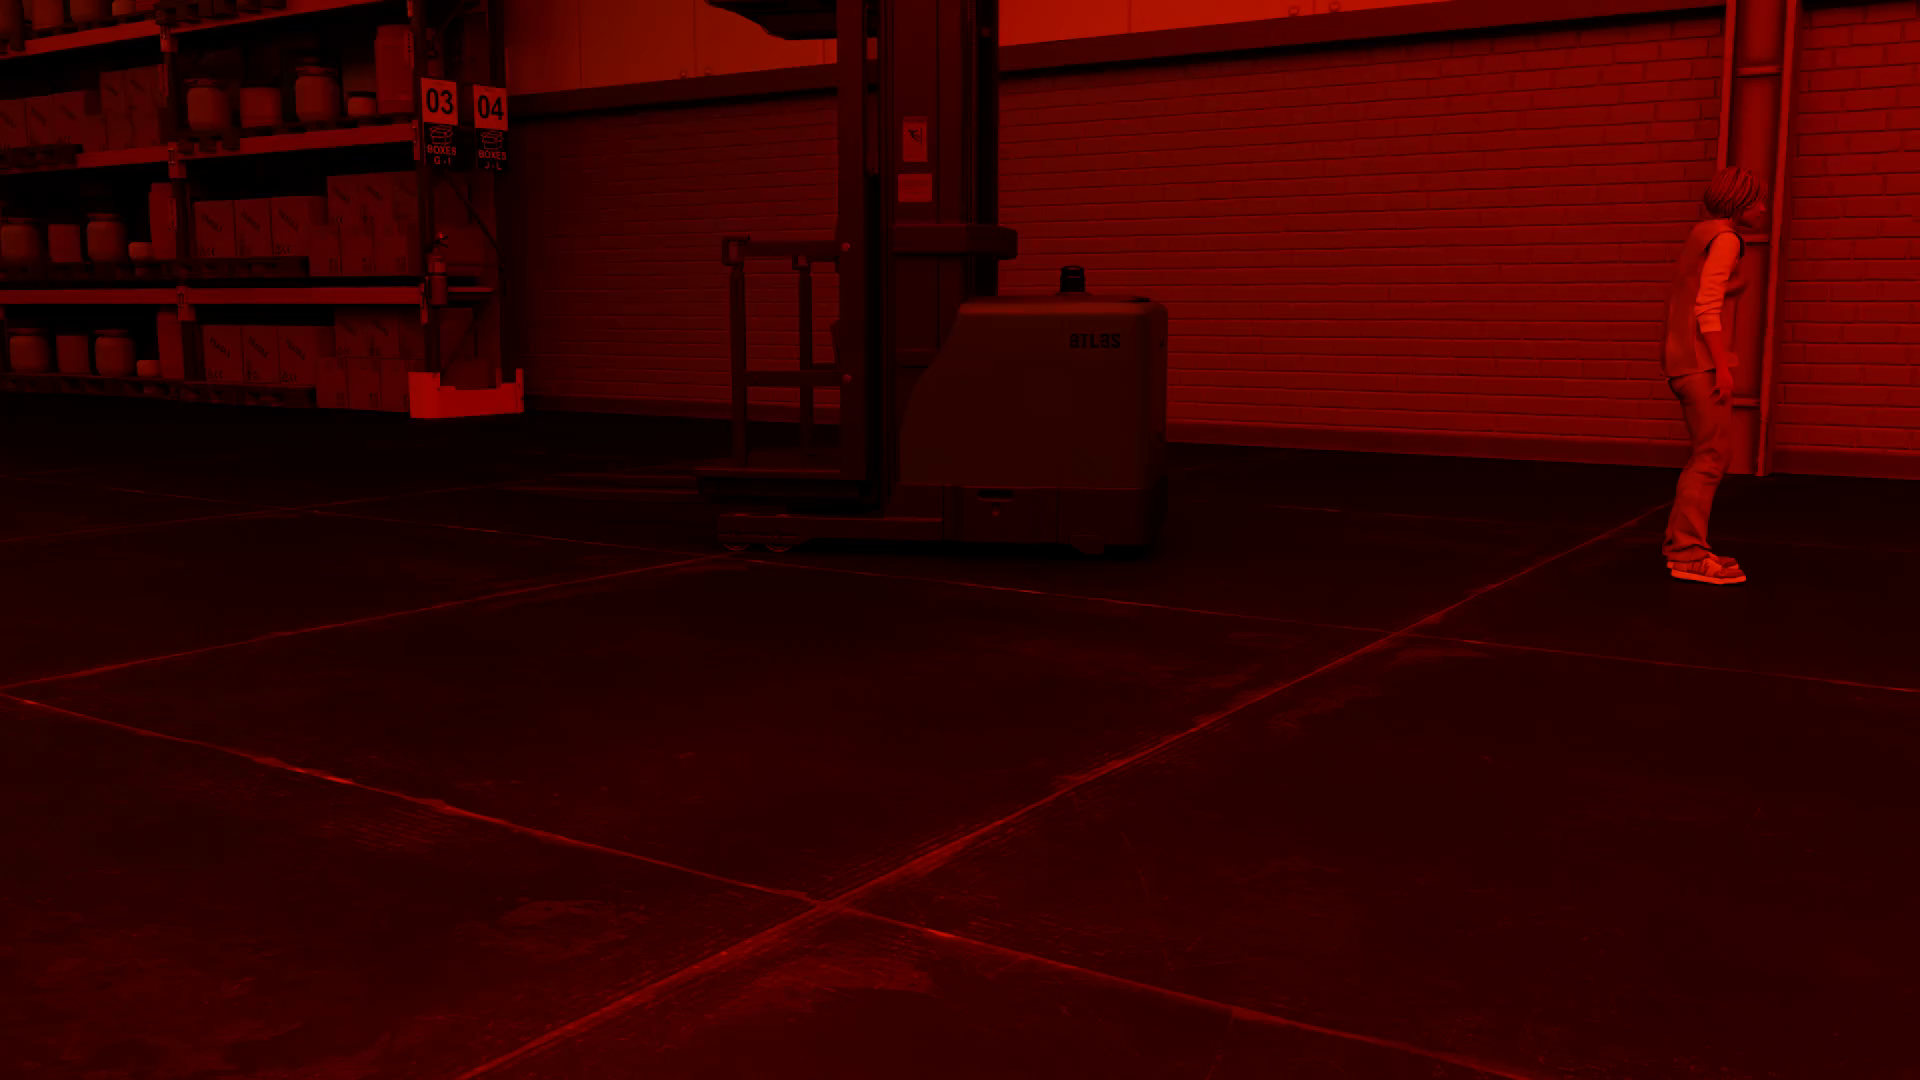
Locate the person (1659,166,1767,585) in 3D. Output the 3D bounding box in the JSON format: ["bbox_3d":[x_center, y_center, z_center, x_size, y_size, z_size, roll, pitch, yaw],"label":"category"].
[{"bbox_3d":[2.919,-0.645,6.491,0.345,1.591,0.479,3,8,17],"label":"person"}]

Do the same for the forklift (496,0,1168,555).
[{"bbox_3d":[-0.596,-1.469,7.520,3.031,2.935,1.130,2,8,12],"label":"forklift"}]
